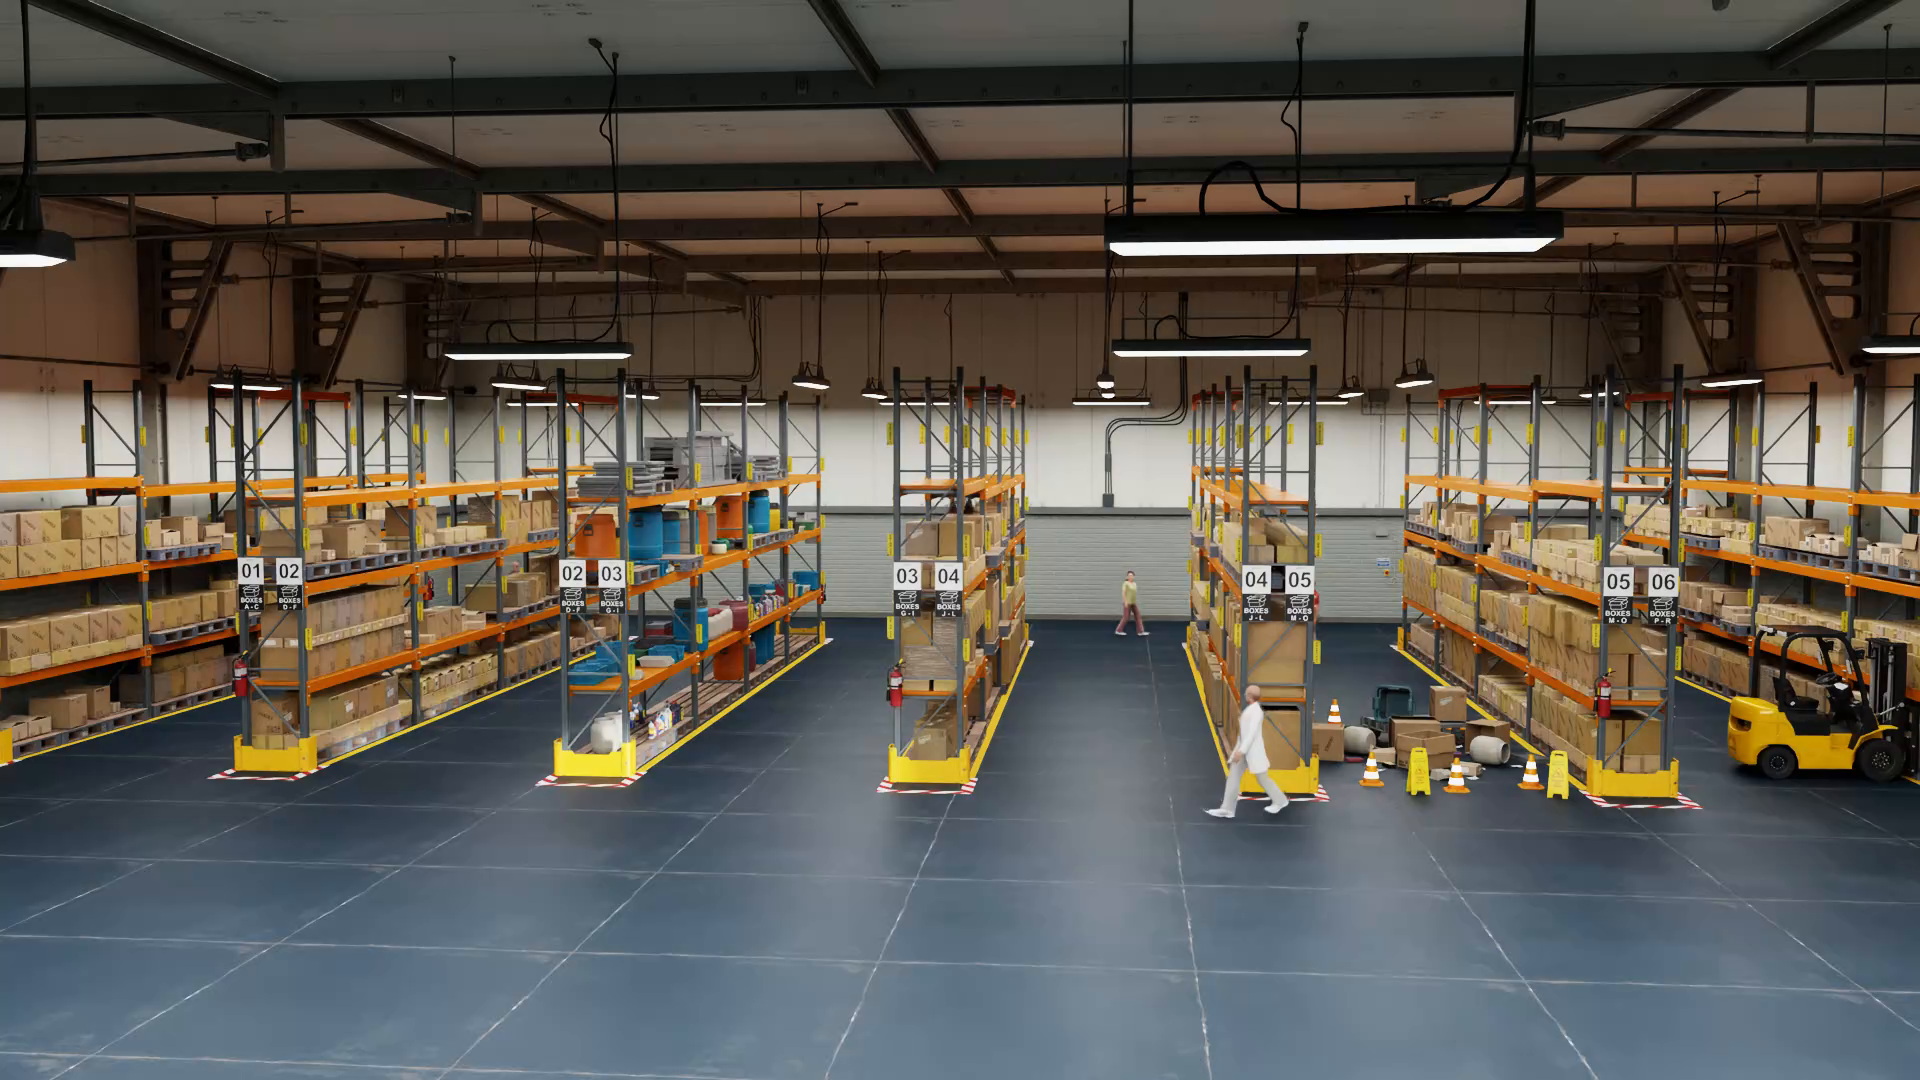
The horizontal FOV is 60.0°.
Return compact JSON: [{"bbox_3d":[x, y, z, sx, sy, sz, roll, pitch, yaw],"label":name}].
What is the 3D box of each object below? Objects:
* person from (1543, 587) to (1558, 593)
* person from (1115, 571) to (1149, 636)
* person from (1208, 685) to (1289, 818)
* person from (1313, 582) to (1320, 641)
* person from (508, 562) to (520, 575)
[{"bbox_3d":[14.568,1.674,41.035,0.403,1.528,0.940,1,4,17],"label":"person"},{"bbox_3d":[4.304,1.599,41.730,0.800,1.635,0.556,3,4,37],"label":"person"},{"bbox_3d":[3.809,2.771,21.799,1.106,1.742,0.519,-2,4,-29],"label":"person"},{"bbox_3d":[7.965,1.786,38.042,0.479,1.729,0.593,0,4,6],"label":"person"},{"bbox_3d":[-11.357,1.442,42.709,0.515,1.763,0.598,1,4,12],"label":"person"}]
